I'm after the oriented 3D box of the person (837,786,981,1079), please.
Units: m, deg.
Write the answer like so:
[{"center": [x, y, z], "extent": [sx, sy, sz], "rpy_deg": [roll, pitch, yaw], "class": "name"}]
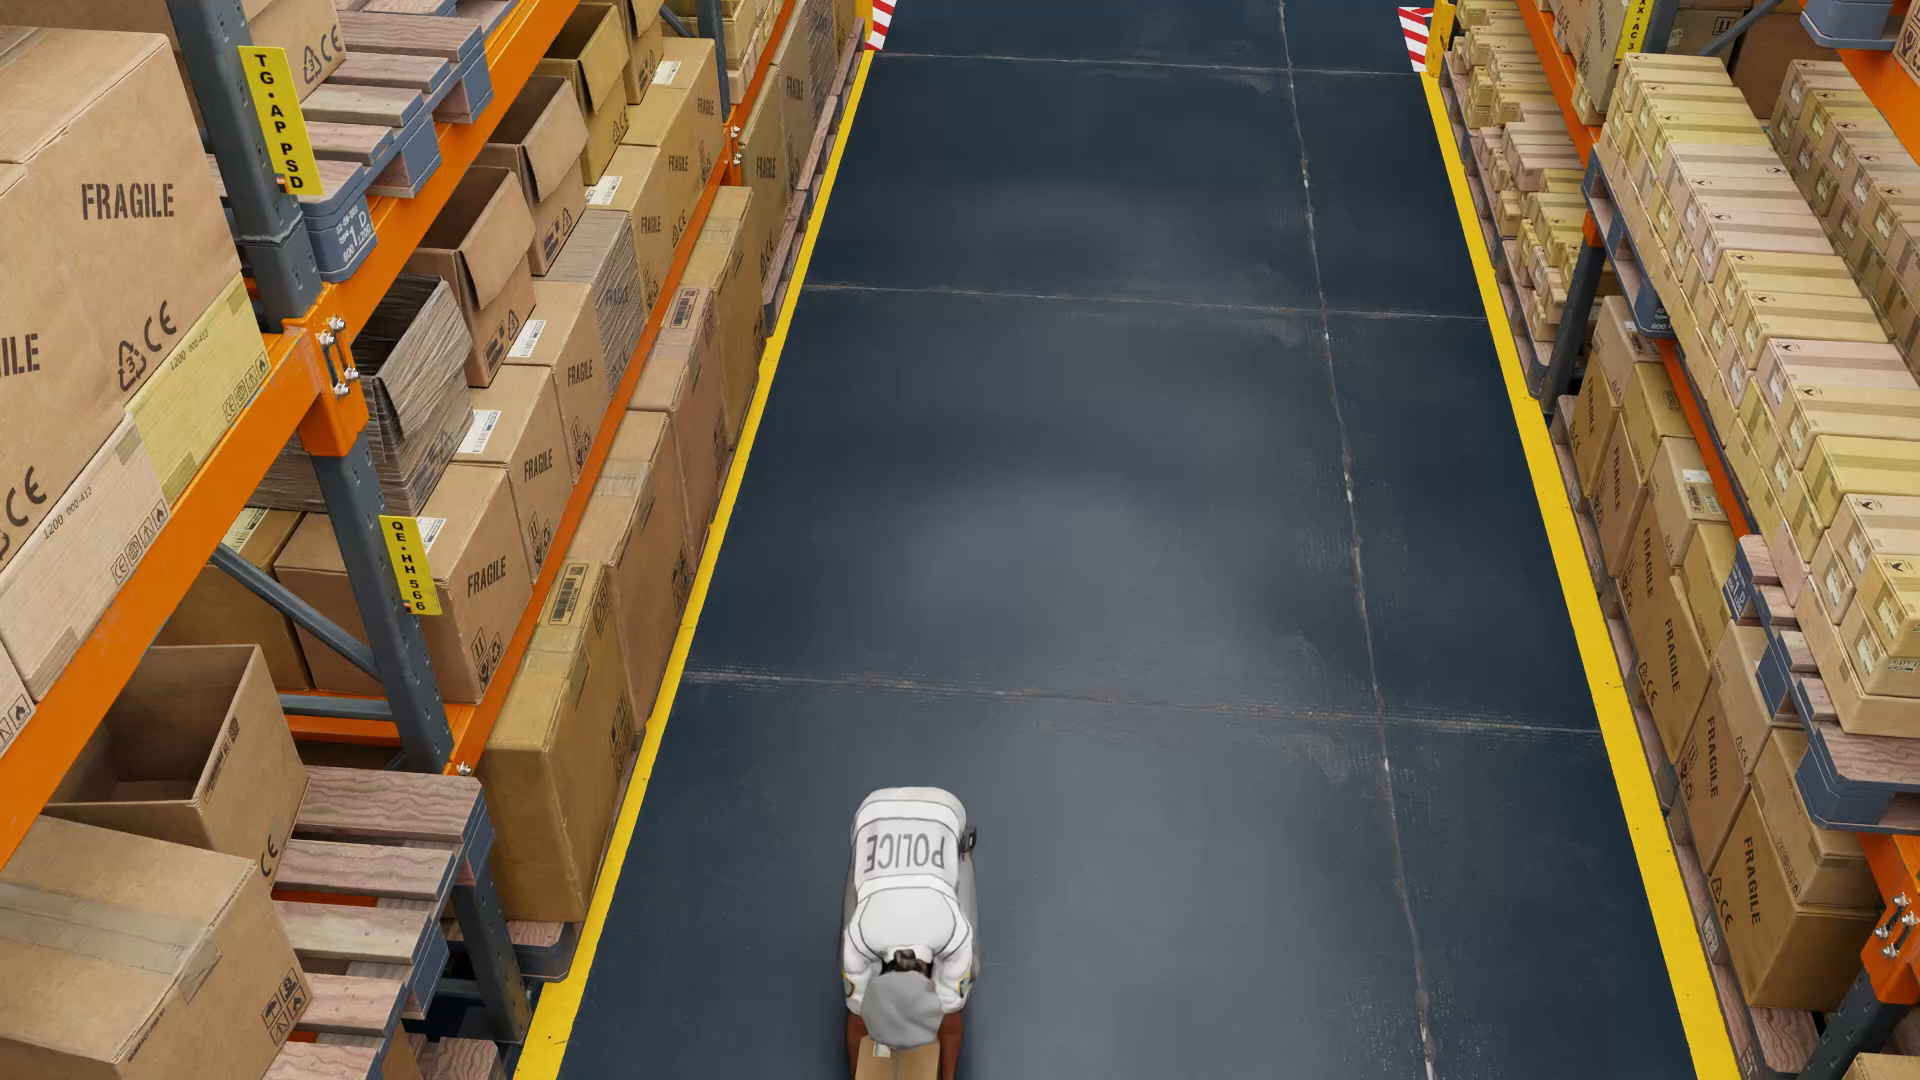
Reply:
[{"center": [-0.164, 1.311, 5.324], "extent": [0.465, 0.791, 0.927], "rpy_deg": [2, 40, 3], "class": "person"}]
